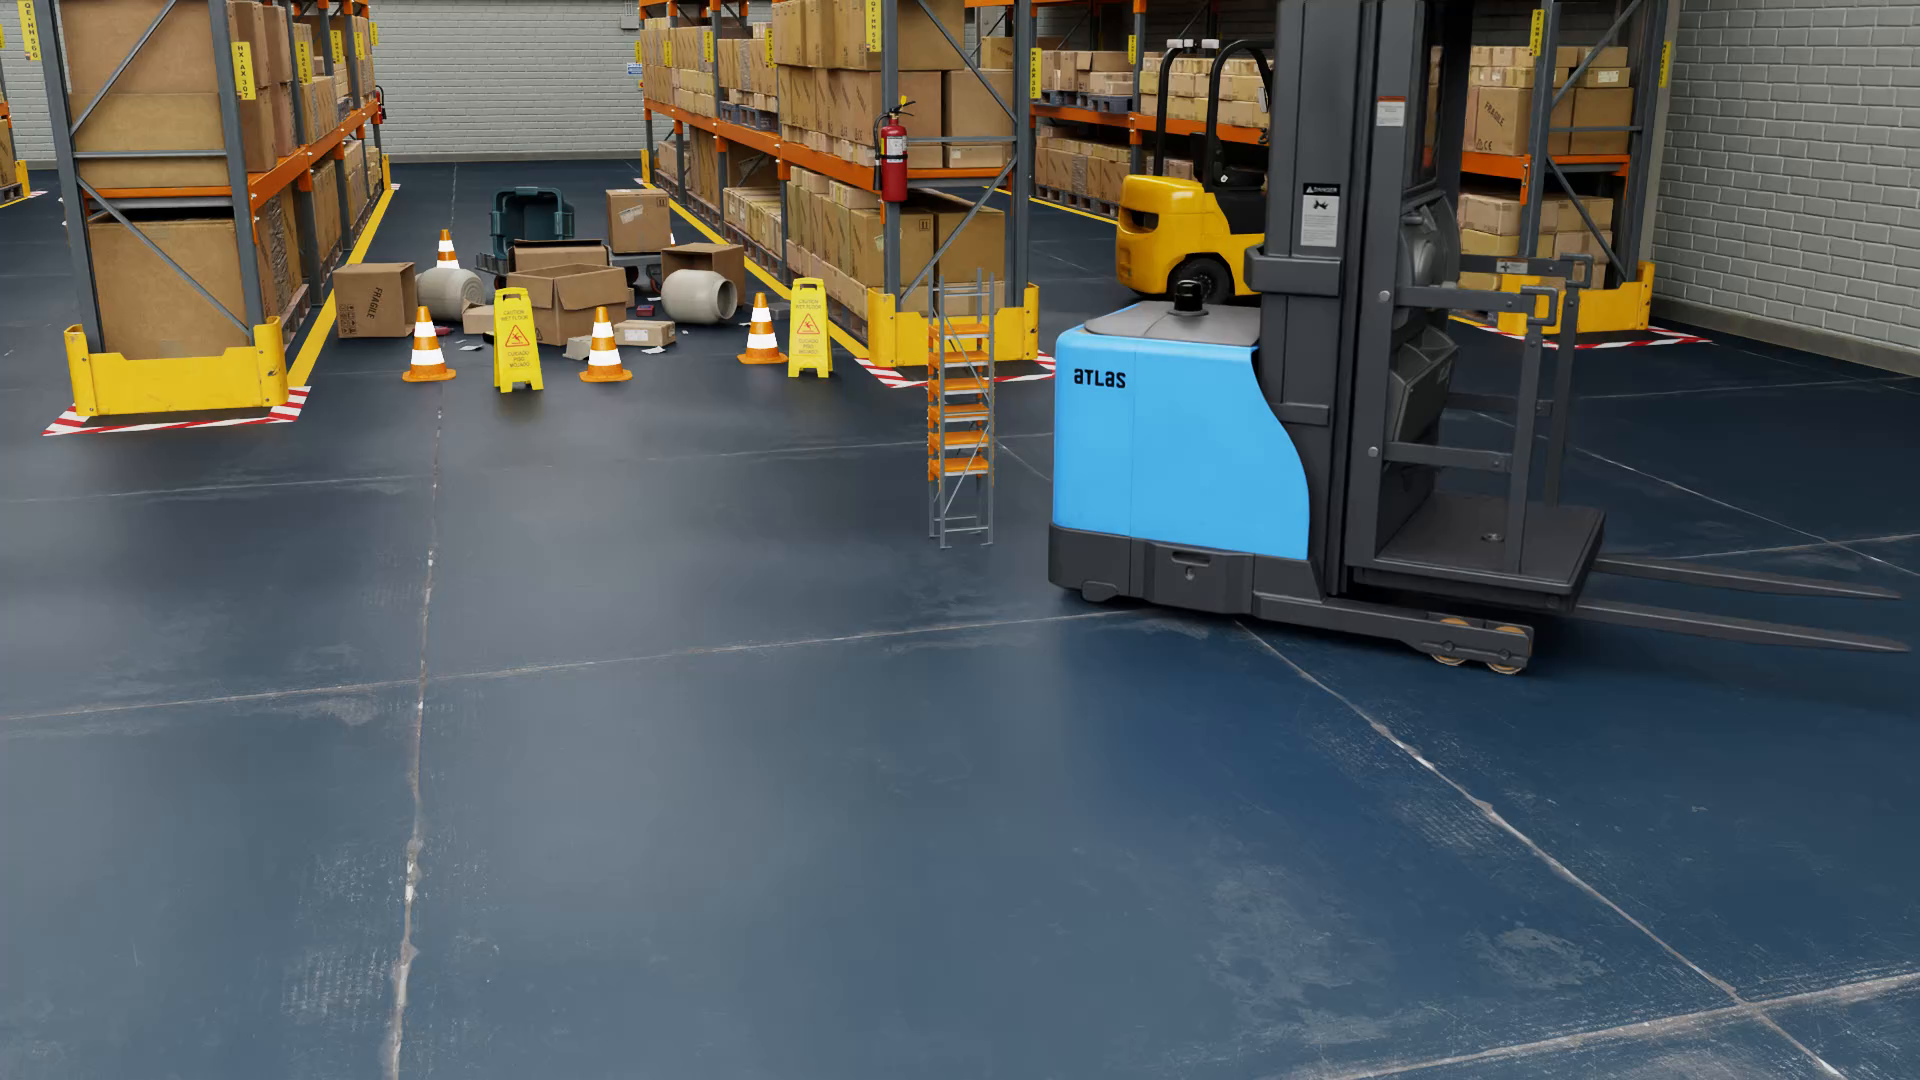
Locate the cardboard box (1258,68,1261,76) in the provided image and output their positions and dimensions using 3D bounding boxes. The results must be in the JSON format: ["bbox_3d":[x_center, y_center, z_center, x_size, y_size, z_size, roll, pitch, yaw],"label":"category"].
[{"bbox_3d":[3.236,-4.765,16.800,0.380,0.149,0.250,-5,17,-15],"label":"cardboard box"}]

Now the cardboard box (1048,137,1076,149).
[{"bbox_3d":[1.443,-5.524,23.117,0.380,0.149,0.250,-5,17,-17],"label":"cardboard box"}]

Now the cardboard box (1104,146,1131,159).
[{"bbox_3d":[2.035,-4.875,20.954,0.380,0.149,0.250,-5,18,-17],"label":"cardboard box"}]

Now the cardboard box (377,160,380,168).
[{"bbox_3d":[-8.733,-5.549,24.420,0.380,0.149,0.250,-5,17,-17],"label":"cardboard box"}]

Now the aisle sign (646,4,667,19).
[{"bbox_3d":[-4.720,-8.356,25.535,0.394,0.787,0.004,-5,17,-15],"label":"aisle sign"}]

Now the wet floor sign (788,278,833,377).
[{"bbox_3d":[-1.001,-1.423,11.068,0.267,0.644,0.232,1,17,4],"label":"wet floor sign"}]

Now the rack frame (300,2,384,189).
[{"bbox_3d":[-9.153,-6.694,24.524,1.000,3.000,0.127,-5,17,-15],"label":"rack frame"}]

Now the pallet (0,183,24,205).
[{"bbox_3d":[-13.655,-4.779,22.997,1.003,0.211,1.213,-5,17,-15],"label":"pallet"}]

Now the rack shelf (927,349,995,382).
[{"bbox_3d":[0.004,-0.758,7.210,0.258,0.103,0.180,-5,17,-15],"label":"rack shelf"}]

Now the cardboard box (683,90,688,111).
[{"bbox_3d":[-3.186,-5.507,20.831,0.500,0.250,0.500,-5,17,-16],"label":"cardboard box"}]

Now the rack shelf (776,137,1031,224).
[{"bbox_3d":[-0.574,-2.896,13.131,1.077,0.370,4.000,-5,17,-15],"label":"rack shelf"}]

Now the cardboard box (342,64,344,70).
[{"bbox_3d":[-7.681,-5.784,20.165,0.380,0.149,0.250,-5,17,-17],"label":"cardboard box"}]

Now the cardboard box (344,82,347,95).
[{"bbox_3d":[-7.682,-5.503,20.263,0.380,0.149,0.250,-5,17,-15],"label":"cardboard box"}]

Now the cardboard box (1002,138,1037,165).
[{"bbox_3d":[0.910,-5.808,25.187,0.700,0.500,0.500,-5,18,-17],"label":"cardboard box"}]

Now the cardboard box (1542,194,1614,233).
[{"bbox_3d":[4.797,-2.592,13.179,0.500,0.250,0.500,-5,17,-16],"label":"cardboard box"}]

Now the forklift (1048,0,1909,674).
[{"bbox_3d":[1.907,-1.104,6.034,3.031,2.935,1.130,8,19,25],"label":"forklift"}]

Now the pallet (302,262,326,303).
[{"bbox_3d":[-6.140,-2.247,14.565,1.003,0.211,1.213,-5,17,-15],"label":"pallet"}]

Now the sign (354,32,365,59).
[{"bbox_3d":[-7.521,-6.187,20.823,0.100,0.325,0.005,-5,17,-15],"label":"sign"}]

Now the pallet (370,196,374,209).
[{"bbox_3d":[-8.272,-4.435,21.850,1.003,0.211,1.213,-5,17,-15],"label":"pallet"}]

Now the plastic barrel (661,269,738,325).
[{"bbox_3d":[-2.047,-1.906,13.060,0.512,0.421,0.421,7,18,23],"label":"plastic barrel"}]

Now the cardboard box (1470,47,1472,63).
[{"bbox_3d":[4.254,-3.875,13.321,0.380,0.149,0.250,-5,17,-15],"label":"cardboard box"}]

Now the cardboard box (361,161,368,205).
[{"bbox_3d":[-7.608,-4.407,20.524,0.500,0.500,0.500,-5,17,-16],"label":"cardboard box"}]

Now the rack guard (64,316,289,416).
[{"bbox_3d":[-4.749,-1.065,10.127,1.175,0.500,0.348,-5,17,-15],"label":"rack guard"}]

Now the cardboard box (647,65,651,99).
[{"bbox_3d":[-4.400,-6.868,24.929,0.500,0.500,0.500,-5,17,-16],"label":"cardboard box"}]

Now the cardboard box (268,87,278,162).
[{"bbox_3d":[-5.292,-2.898,11.625,0.875,0.550,0.500,-5,17,-15],"label":"cardboard box"}]

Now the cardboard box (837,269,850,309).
[{"bbox_3d":[-0.640,-1.918,12.674,0.500,0.250,0.500,-5,17,-15],"label":"cardboard box"}]

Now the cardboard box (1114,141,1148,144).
[{"bbox_3d":[2.265,-5.209,22.067,0.380,0.149,0.250,-5,18,-17],"label":"cardboard box"}]

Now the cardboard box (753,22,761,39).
[{"bbox_3d":[-1.767,-4.870,15.902,0.380,0.149,0.250,-5,18,-18],"label":"cardboard box"}]

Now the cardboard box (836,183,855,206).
[{"bbox_3d":[-0.727,-2.609,12.542,0.380,0.149,0.250,-4,17,-14],"label":"cardboard box"}]

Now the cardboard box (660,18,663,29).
[{"bbox_3d":[-4.003,-7.263,23.378,0.380,0.149,0.250,-5,17,-16],"label":"cardboard box"}]

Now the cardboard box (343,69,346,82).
[{"bbox_3d":[-7.681,-5.644,20.216,0.380,0.149,0.250,-5,17,-15],"label":"cardboard box"}]

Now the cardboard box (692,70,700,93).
[{"bbox_3d":[-2.905,-5.464,19.819,0.500,0.250,0.500,-5,17,-17],"label":"cardboard box"}]

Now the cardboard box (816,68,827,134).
[{"bbox_3d":[-0.827,-3.426,12.952,0.500,0.500,0.500,-4,17,-15],"label":"cardboard box"}]

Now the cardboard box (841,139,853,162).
[{"bbox_3d":[-0.659,-2.857,12.185,0.380,0.149,0.250,-4,17,-14],"label":"cardboard box"}]

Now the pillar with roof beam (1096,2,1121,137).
[{"bbox_3d":[-2.014,-9.197,22.428,9.100,9.000,0.400,-5,17,-15],"label":"pillar with roof beam"}]

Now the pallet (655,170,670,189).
[{"bbox_3d":[-4.126,-5.563,25.605,1.003,0.211,1.213,-5,17,-15],"label":"pallet"}]

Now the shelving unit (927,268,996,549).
[{"bbox_3d":[0.004,-0.571,7.266,0.258,1.200,0.189,-5,17,-15],"label":"shelving unit"}]

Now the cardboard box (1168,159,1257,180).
[{"bbox_3d":[2.894,-4.004,18.966,0.875,0.625,0.625,-4,17,-13],"label":"cardboard box"}]

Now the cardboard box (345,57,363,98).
[{"bbox_3d":[-7.947,-5.935,21.305,0.500,0.500,0.500,-5,17,-16],"label":"cardboard box"}]

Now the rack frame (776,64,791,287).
[{"bbox_3d":[-1.123,-3.794,14.869,1.000,3.000,0.127,-5,17,-15],"label":"rack frame"}]

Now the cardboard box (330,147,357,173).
[{"bbox_3d":[-7.174,-4.332,18.973,0.500,0.250,0.500,-5,17,-15],"label":"cardboard box"}]

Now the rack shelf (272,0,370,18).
[{"bbox_3d":[-8.603,-7.233,22.354,1.077,0.370,4.000,-5,17,-15],"label":"rack shelf"}]

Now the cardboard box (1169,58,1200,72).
[{"bbox_3d":[2.523,-5.398,18.908,0.380,0.149,0.250,-4,17,-14],"label":"cardboard box"}]

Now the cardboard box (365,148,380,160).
[{"bbox_3d":[-8.557,-5.553,23.915,0.380,0.149,0.250,-5,17,-16],"label":"cardboard box"}]

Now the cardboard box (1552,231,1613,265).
[{"bbox_3d":[4.818,-2.351,13.247,0.500,0.250,0.500,-4,17,-14],"label":"cardboard box"}]

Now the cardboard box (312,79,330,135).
[{"bbox_3d":[-6.154,-4.008,15.407,0.500,0.500,0.500,-4,17,-14],"label":"cardboard box"}]

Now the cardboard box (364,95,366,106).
[{"bbox_3d":[-8.225,-5.932,22.423,0.380,0.149,0.250,-4,17,-13],"label":"cardboard box"}]

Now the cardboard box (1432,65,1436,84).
[{"bbox_3d":[4.096,-3.798,13.581,0.380,0.149,0.250,-5,18,-17],"label":"cardboard box"}]

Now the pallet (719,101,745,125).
[{"bbox_3d":[-1.924,-4.620,17.952,1.213,0.211,1.003,-5,17,-15],"label":"pallet"}]

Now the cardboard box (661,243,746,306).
[{"bbox_3d":[-2.137,-2.194,13.884,0.500,0.500,0.500,7,18,23],"label":"cardboard box"}]

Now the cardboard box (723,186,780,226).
[{"bbox_3d":[-2.077,-3.686,18.347,0.950,0.372,0.625,-6,18,-19],"label":"cardboard box"}]

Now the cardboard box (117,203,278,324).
[{"bbox_3d":[-5.249,-1.878,11.452,0.875,0.875,0.875,-5,17,-16],"label":"cardboard box"}]

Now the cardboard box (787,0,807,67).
[{"bbox_3d":[-0.980,-4.041,13.260,0.700,0.500,0.500,-5,17,-16],"label":"cardboard box"}]

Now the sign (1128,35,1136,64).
[{"bbox_3d":[2.030,-5.765,19.556,0.100,0.325,0.005,-5,17,-15],"label":"sign"}]

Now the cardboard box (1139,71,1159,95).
[{"bbox_3d":[2.412,-5.318,19.333,0.500,0.250,0.500,-5,17,-15],"label":"cardboard box"}]

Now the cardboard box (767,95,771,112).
[{"bbox_3d":[-1.586,-4.070,15.494,0.380,0.149,0.250,-5,17,-17],"label":"cardboard box"}]

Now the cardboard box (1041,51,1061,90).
[{"bbox_3d":[1.510,-6.355,22.490,0.700,0.500,0.500,-5,17,-15],"label":"cardboard box"}]

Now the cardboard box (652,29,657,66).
[{"bbox_3d":[-4.128,-7.063,23.839,0.500,0.500,0.500,-5,17,-15],"label":"cardboard box"}]

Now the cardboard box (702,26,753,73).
[{"bbox_3d":[-2.616,-5.550,18.802,0.500,0.500,0.500,-5,17,-17],"label":"cardboard box"}]
